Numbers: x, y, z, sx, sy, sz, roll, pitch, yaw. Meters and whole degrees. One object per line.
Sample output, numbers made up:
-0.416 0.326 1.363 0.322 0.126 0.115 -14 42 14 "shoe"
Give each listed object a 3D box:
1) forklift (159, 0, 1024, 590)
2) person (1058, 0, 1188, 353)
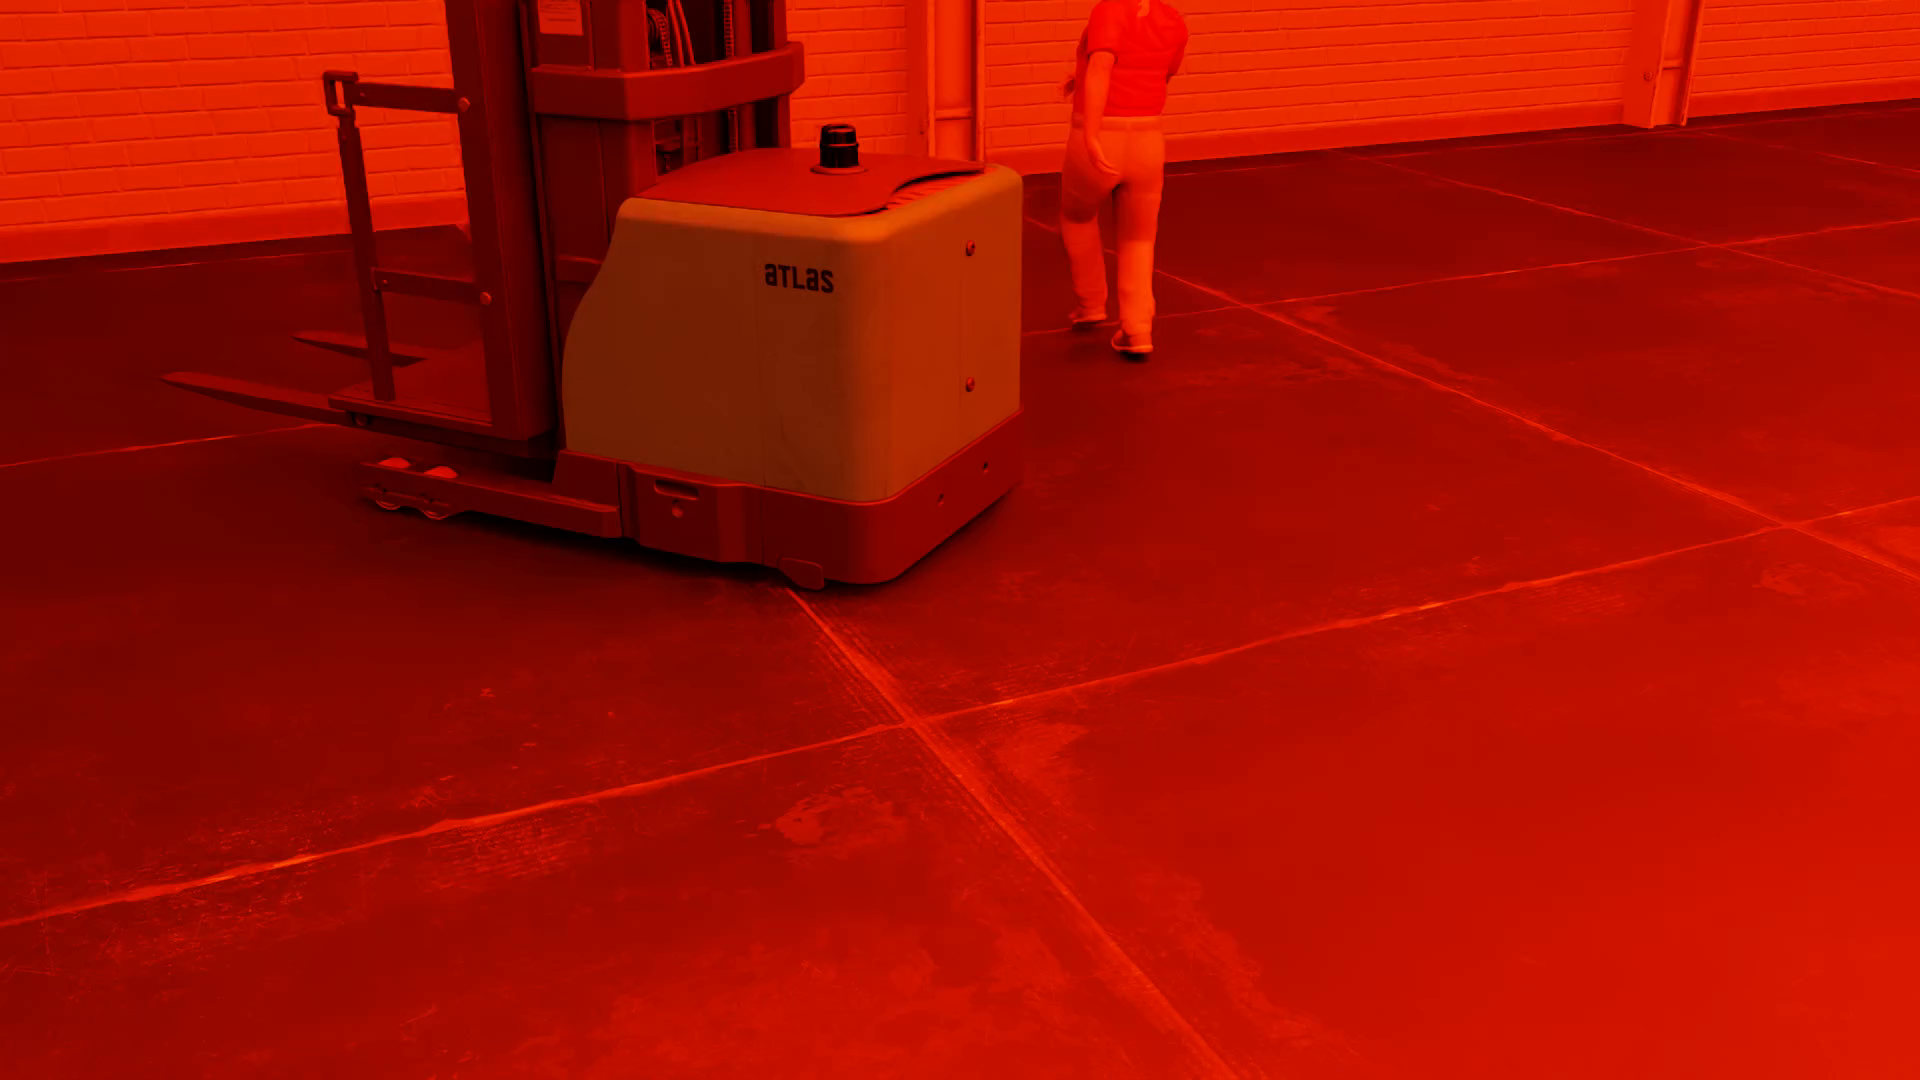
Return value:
-1.349 -1.586 5.104 3.031 2.935 1.130 11 25 24 "forklift"
0.662 -1.604 6.870 0.564 1.689 0.957 -5 23 -13 "person"
